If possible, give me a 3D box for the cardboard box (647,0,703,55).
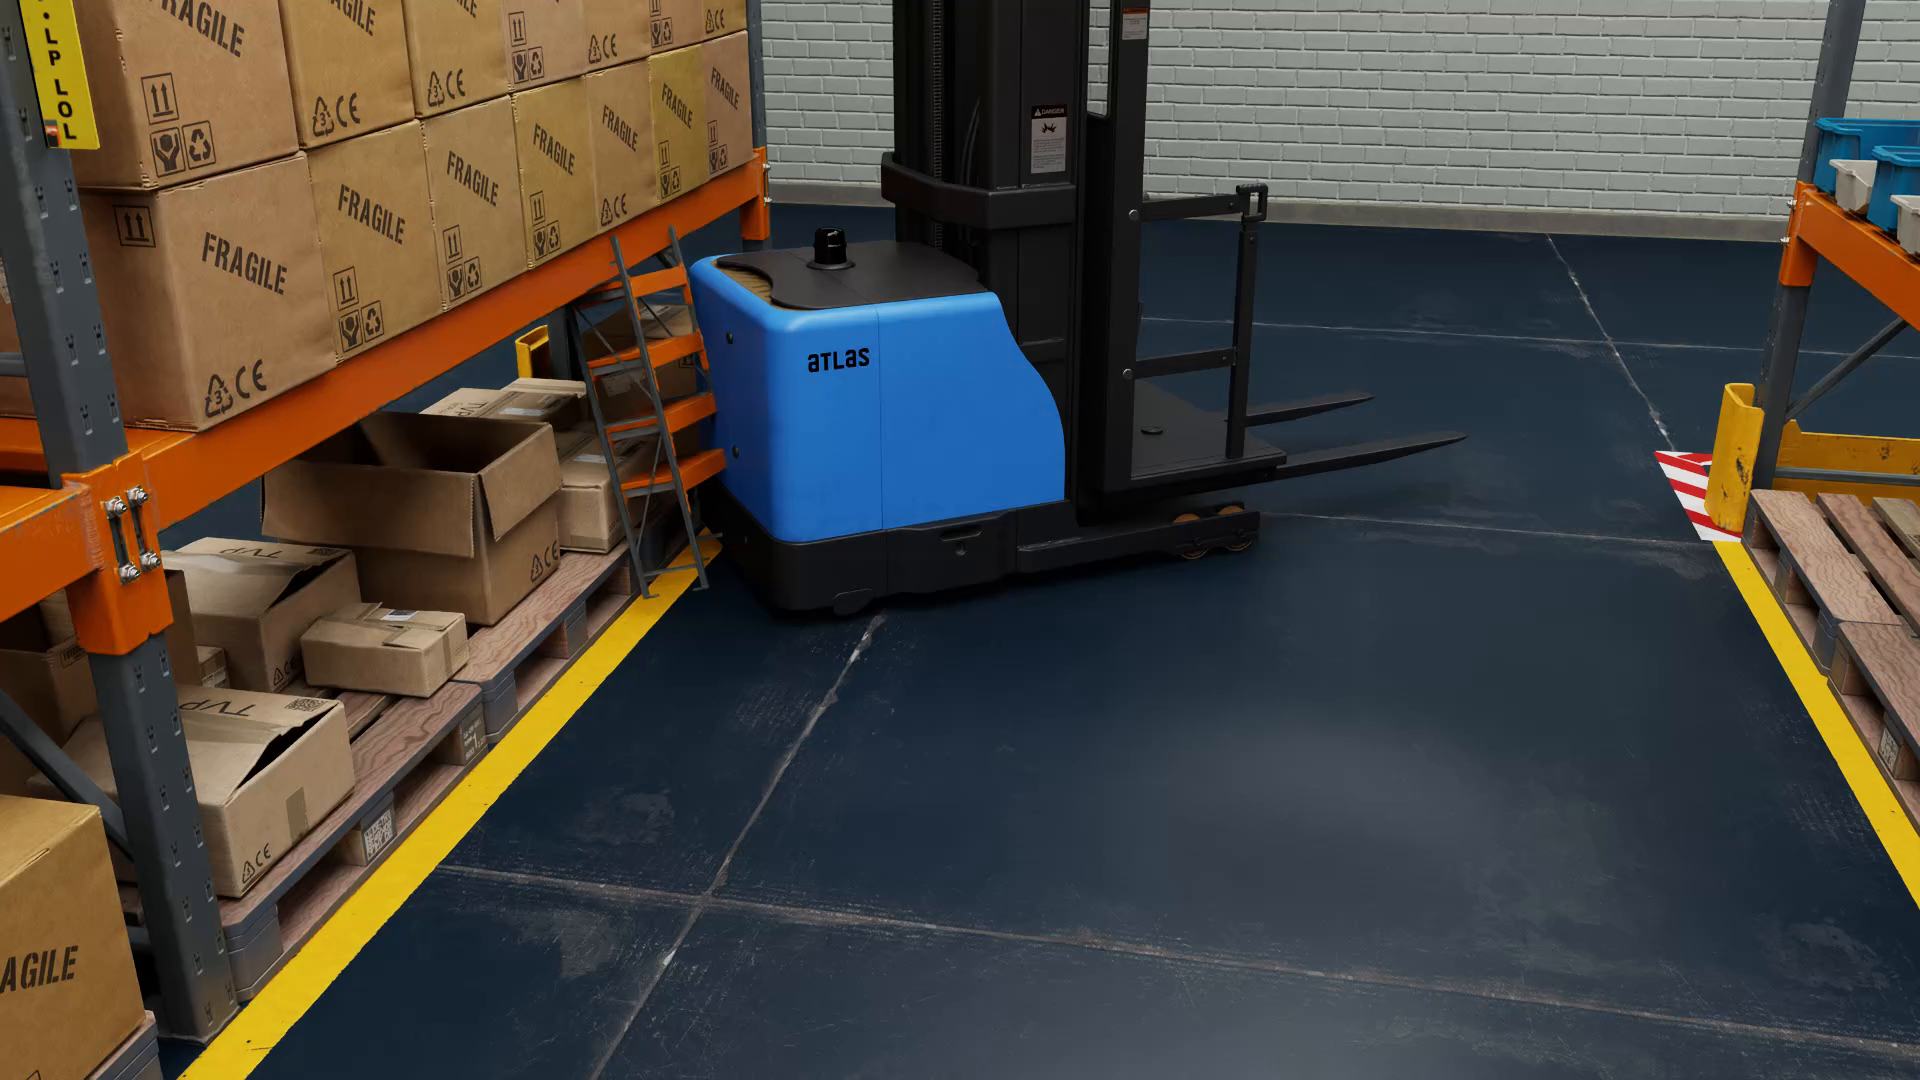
[{"bbox_3d":[-1.221,-1.953,5.716,0.500,0.500,0.500,5,22,12],"label":"cardboard box"}]

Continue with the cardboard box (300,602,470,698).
[{"bbox_3d":[-1.649,0.307,4.779,0.380,0.166,0.250,4,22,11],"label":"cardboard box"}]

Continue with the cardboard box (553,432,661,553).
[{"bbox_3d":[-1.390,-0.178,5.871,0.500,0.250,0.500,4,22,11],"label":"cardboard box"}]

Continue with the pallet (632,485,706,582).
[{"bbox_3d":[-1.474,-0.199,6.565,1.003,0.211,1.213,4,22,11],"label":"pallet"}]

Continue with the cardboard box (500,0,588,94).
[{"bbox_3d":[-1.427,-1.576,4.778,0.500,0.500,0.500,5,23,13],"label":"cardboard box"}]

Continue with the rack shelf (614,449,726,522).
[{"bbox_3d":[-0.984,-0.198,5.807,0.258,0.148,0.480,-10,12,15],"label":"rack shelf"}]

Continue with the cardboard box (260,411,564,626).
[{"bbox_3d":[-1.735,-0.082,5.296,0.797,0.503,0.637,4,22,11],"label":"cardboard box"}]

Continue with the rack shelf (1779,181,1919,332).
[{"bbox_3d":[3.143,-0.368,4.214,1.077,0.370,4.000,4,22,11],"label":"rack shelf"}]

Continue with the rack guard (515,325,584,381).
[{"bbox_3d":[-1.313,-0.624,7.235,1.175,0.500,0.348,4,22,11],"label":"rack guard"}]

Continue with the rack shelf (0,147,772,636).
[{"bbox_3d":[-1.705,-0.747,5.155,1.077,0.370,4.000,4,22,11],"label":"rack shelf"}]

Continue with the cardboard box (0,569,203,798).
[{"bbox_3d":[-2.275,0.377,4.160,0.500,0.500,0.500,4,22,11],"label":"cardboard box"}]

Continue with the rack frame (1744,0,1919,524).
[{"bbox_3d":[3.551,-1.433,5.896,1.000,3.000,0.127,4,22,11],"label":"rack frame"}]

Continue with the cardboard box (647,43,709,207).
[{"bbox_3d":[-1.225,-1.484,5.888,0.500,0.500,0.500,5,22,11],"label":"cardboard box"}]

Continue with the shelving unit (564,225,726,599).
[{"bbox_3d":[-1.042,-0.452,5.754,0.258,1.200,0.503,-10,12,15],"label":"shelving unit"}]

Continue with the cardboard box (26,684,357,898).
[{"bbox_3d":[-1.816,0.557,3.965,0.500,0.311,0.500,4,22,11],"label":"cardboard box"}]

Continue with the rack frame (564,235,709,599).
[{"bbox_3d":[-1.094,-0.392,5.523,0.240,1.200,0.015,-10,12,15],"label":"rack frame"}]

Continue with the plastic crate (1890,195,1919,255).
[{"bbox_3d":[2.894,-0.914,4.880,0.250,0.136,0.298,4,22,11],"label":"plastic crate"}]

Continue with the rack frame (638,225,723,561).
[{"bbox_3d":[-0.990,-0.512,5.985,0.240,1.200,0.015,-10,12,15],"label":"rack frame"}]

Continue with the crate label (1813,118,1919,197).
[{"bbox_3d":[3.178,-1.318,5.754,0.416,0.233,0.303,4,22,11],"label":"crate label"}]

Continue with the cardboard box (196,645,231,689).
[{"bbox_3d":[-2.257,0.398,4.578,0.380,0.149,0.250,4,22,11],"label":"cardboard box"}]

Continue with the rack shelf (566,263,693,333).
[{"bbox_3d":[-1.127,-0.827,5.675,0.258,0.148,0.480,-10,12,15],"label":"rack shelf"}]

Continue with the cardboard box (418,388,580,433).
[{"bbox_3d":[-1.788,-0.380,6.374,0.500,0.250,0.500,4,22,11],"label":"cardboard box"}]

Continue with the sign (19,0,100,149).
[{"bbox_3d":[-1.569,-0.845,2.886,0.100,0.325,0.005,4,22,11],"label":"sign"}]

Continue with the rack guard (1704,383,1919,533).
[{"bbox_3d":[3.543,-0.283,6.387,1.175,0.500,0.348,4,22,11],"label":"rack guard"}]

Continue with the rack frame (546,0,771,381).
[{"bbox_3d":[-1.297,-1.812,6.837,1.000,3.000,0.127,4,22,11],"label":"rack frame"}]

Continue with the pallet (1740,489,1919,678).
[{"bbox_3d":[3.345,0.159,5.675,1.003,0.211,1.213,4,22,11],"label":"pallet"}]

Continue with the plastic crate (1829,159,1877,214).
[{"bbox_3d":[3.032,-1.162,5.496,0.250,0.136,0.298,4,22,11],"label":"plastic crate"}]

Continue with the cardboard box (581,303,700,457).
[{"bbox_3d":[-1.167,-0.639,6.681,0.500,0.500,0.500,4,22,11],"label":"cardboard box"}]

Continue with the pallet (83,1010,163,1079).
[{"bbox_3d":[-2.242,1.245,2.980,1.003,0.211,1.213,4,22,11],"label":"pallet"}]

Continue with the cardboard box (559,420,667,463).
[{"bbox_3d":[-1.338,-0.343,6.393,0.380,0.166,0.250,4,22,11],"label":"cardboard box"}]

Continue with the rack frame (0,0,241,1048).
[{"bbox_3d":[-2.113,-0.349,3.205,1.000,3.000,0.127,4,22,11],"label":"rack frame"}]

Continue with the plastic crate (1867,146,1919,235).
[{"bbox_3d":[3.044,-1.077,5.156,0.416,0.233,0.300,4,22,11],"label":"plastic crate"}]

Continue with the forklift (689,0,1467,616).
[{"bbox_3d":[0.568,-1.457,6.047,3.031,2.935,1.130,-10,24,-23],"label":"forklift"}]

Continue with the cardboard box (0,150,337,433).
[{"bbox_3d":[-1.743,-0.561,3.597,0.500,0.500,0.500,5,22,12],"label":"cardboard box"}]

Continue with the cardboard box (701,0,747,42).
[{"bbox_3d":[-1.119,-2.138,6.175,0.500,0.500,0.500,4,22,10],"label":"cardboard box"}]

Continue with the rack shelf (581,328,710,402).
[{"bbox_3d":[-1.076,-0.601,5.723,0.258,0.148,0.480,-10,12,15],"label":"rack shelf"}]

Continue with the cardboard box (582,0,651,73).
[{"bbox_3d":[-1.322,-1.763,5.245,0.500,0.500,0.500,5,22,12],"label":"cardboard box"}]

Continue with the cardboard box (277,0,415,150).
[{"bbox_3d":[-1.637,-1.199,3.842,0.500,0.500,0.500,4,22,9],"label":"cardboard box"}]

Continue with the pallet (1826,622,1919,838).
[{"bbox_3d":[3.094,0.604,4.571,1.003,0.211,1.213,4,22,11],"label":"pallet"}]

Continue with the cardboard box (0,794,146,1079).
[{"bbox_3d":[-1.934,0.809,3.087,0.500,0.500,0.500,4,22,11],"label":"cardboard box"}]

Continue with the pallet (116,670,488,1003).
[{"bbox_3d":[-1.972,0.694,4.349,1.003,0.211,1.213,4,22,11],"label":"pallet"}]

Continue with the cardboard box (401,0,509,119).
[{"bbox_3d":[-1.532,-1.387,4.309,0.500,0.500,0.500,4,22,9],"label":"cardboard box"}]

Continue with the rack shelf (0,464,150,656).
[{"bbox_3d":[-2.522,0.716,1.523,1.077,0.370,4.000,4,22,11],"label":"rack shelf"}]

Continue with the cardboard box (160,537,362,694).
[{"bbox_3d":[-2.122,0.190,4.877,0.500,0.311,0.500,4,22,11],"label":"cardboard box"}]

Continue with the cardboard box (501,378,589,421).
[{"bbox_3d":[-1.719,-0.566,6.972,0.380,0.149,0.250,4,22,11],"label":"cardboard box"}]

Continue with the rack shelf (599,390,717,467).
[{"bbox_3d":[-1.027,-0.388,5.767,0.258,0.148,0.480,-10,12,15],"label":"rack shelf"}]

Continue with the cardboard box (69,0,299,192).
[{"bbox_3d":[-1.742,-1.010,3.374,0.500,0.500,0.500,5,22,12],"label":"cardboard box"}]

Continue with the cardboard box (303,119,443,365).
[{"bbox_3d":[-1.641,-0.748,4.063,0.500,0.500,0.500,5,22,12],"label":"cardboard box"}]

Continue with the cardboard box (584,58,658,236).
[{"bbox_3d":[-1.332,-1.301,5.436,0.500,0.500,0.500,5,22,11],"label":"cardboard box"}]

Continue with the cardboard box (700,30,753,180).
[{"bbox_3d":[-1.122,-1.674,6.360,0.500,0.500,0.500,5,23,13],"label":"cardboard box"}]

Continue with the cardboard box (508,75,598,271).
[{"bbox_3d":[-1.435,-1.117,4.979,0.500,0.500,0.500,4,22,10],"label":"cardboard box"}]

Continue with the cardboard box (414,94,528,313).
[{"bbox_3d":[-1.537,-0.931,4.517,0.500,0.500,0.500,4,22,11],"label":"cardboard box"}]

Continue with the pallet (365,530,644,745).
[{"bbox_3d":[-1.726,0.246,5.460,1.003,0.211,1.213,4,22,11],"label":"pallet"}]
